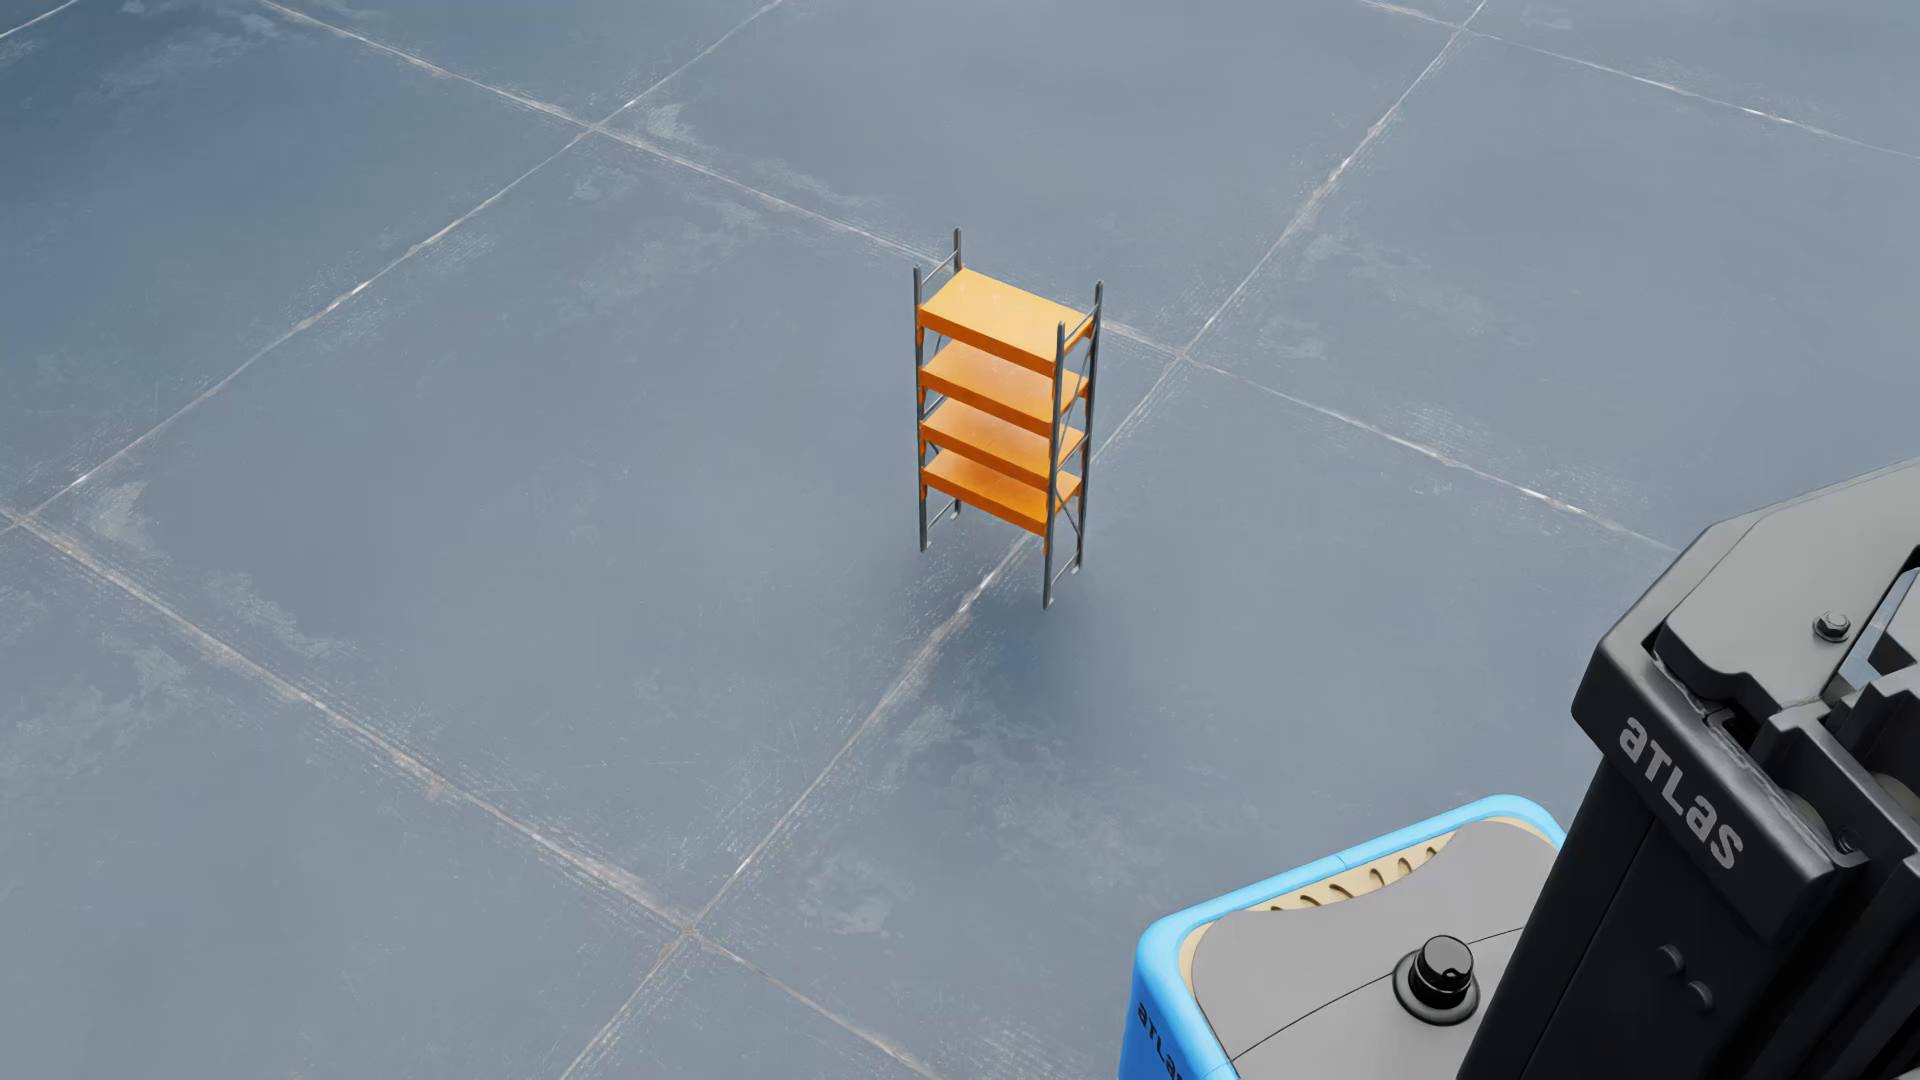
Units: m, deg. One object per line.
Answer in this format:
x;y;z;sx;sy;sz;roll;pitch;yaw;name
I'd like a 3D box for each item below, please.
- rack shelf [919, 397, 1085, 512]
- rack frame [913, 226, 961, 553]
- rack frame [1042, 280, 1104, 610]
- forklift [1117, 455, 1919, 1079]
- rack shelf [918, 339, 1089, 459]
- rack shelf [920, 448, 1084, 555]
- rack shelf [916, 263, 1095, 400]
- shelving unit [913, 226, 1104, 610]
0.139;-0.307;5.306;0.480;0.148;0.258;25;51;22;rack shelf
-0.066;-0.449;5.349;0.015;1.200;0.240;25;51;22;rack frame
0.345;-0.260;5.166;0.015;1.200;0.240;25;51;22;rack frame
1.378;1.387;2.358;1.130;2.935;3.031;-16;48;-15;forklift
0.139;-0.463;5.145;0.480;0.148;0.258;25;51;22;rack shelf
0.139;-0.169;5.448;0.480;0.148;0.258;25;51;22;rack shelf
0.139;-0.628;4.976;0.480;0.148;0.258;25;51;22;rack shelf
0.139;-0.354;5.257;0.503;1.200;0.258;25;51;22;shelving unit
